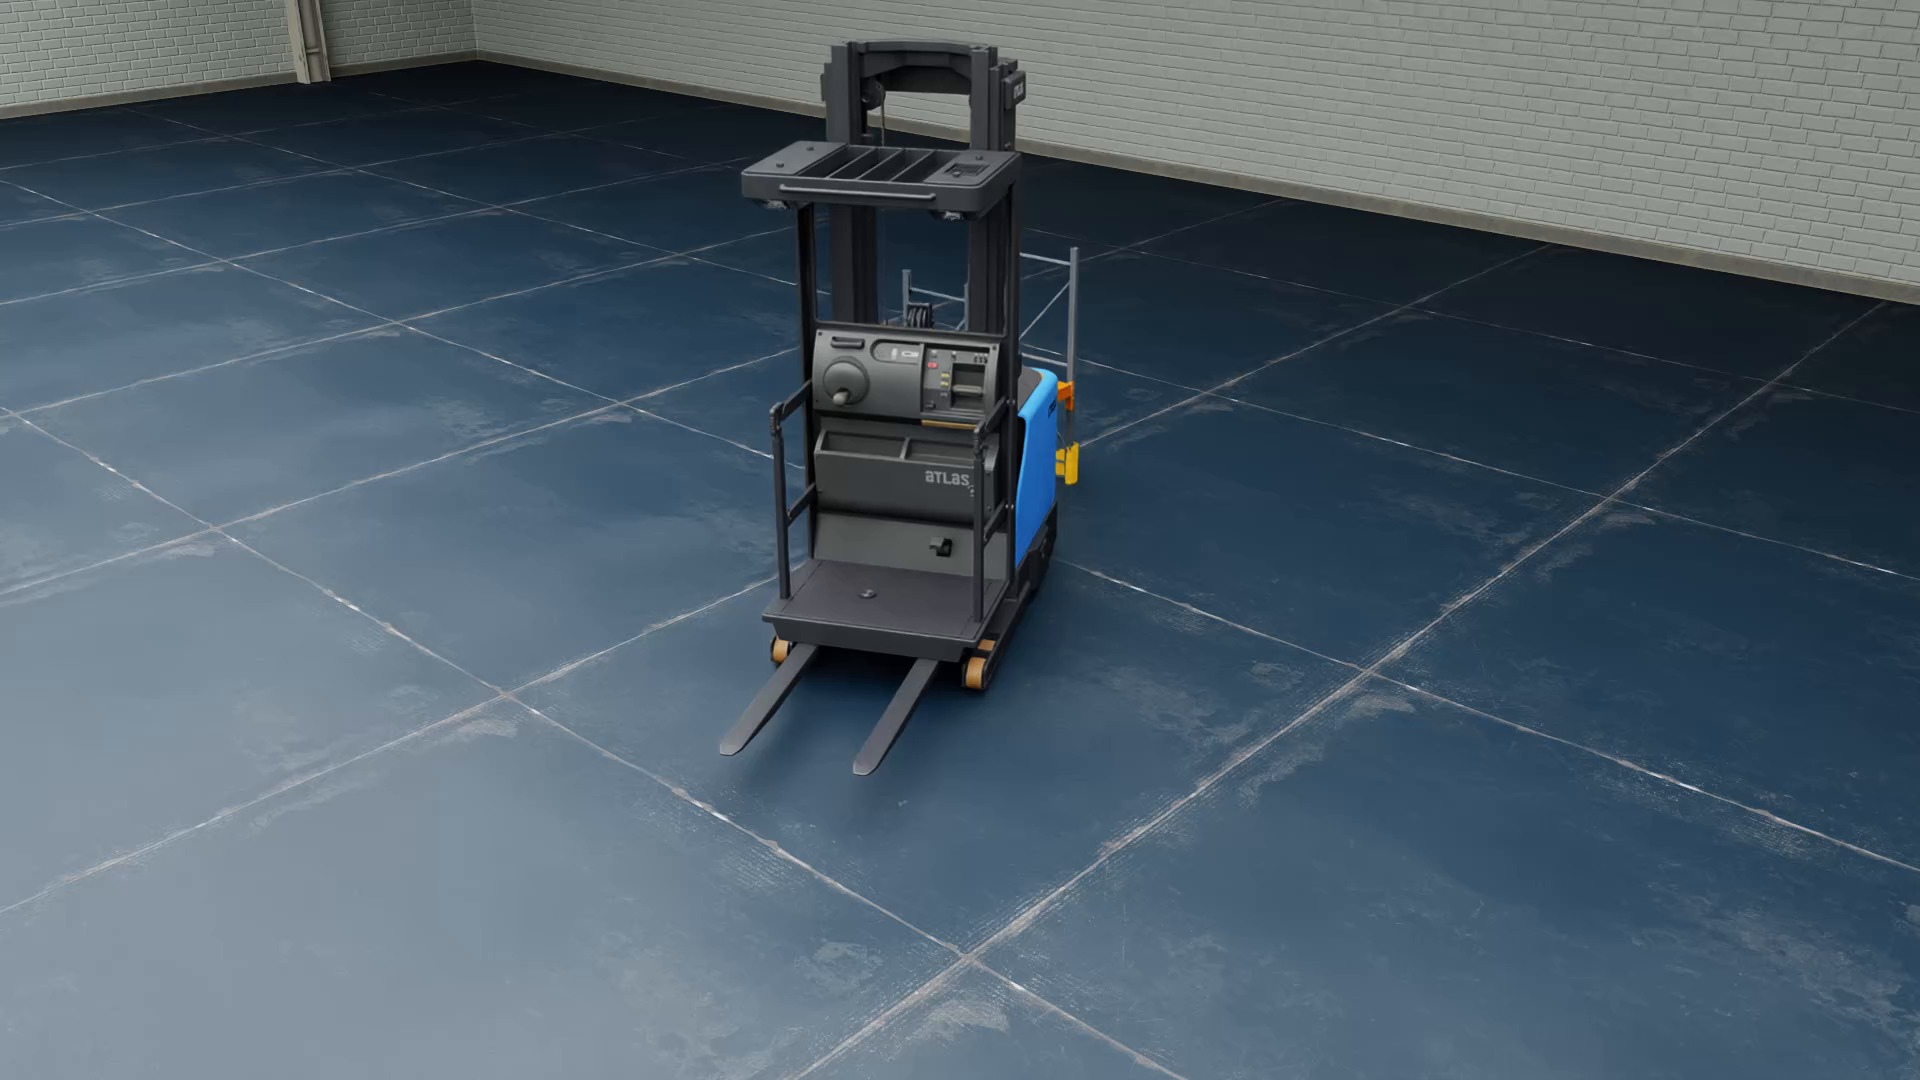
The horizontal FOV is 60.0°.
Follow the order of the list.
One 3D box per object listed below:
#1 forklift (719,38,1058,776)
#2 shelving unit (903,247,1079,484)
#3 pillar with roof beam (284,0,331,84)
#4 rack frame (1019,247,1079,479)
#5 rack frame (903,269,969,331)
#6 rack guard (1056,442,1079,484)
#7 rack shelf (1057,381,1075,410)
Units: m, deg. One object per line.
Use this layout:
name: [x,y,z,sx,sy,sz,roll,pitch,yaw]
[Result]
forklift: [-0.320,-0.777,7.901,1.130,2.935,3.031,6,25,14]
shelving unit: [0.189,-0.967,10.074,0.587,1.500,1.083,18,30,35]
pillar with roof beam: [-6.638,-9.924,20.885,9.100,9.000,0.400,20,31,38]
rack frame: [0.514,-1.132,10.442,0.500,1.500,0.032,18,30,35]
rack frame: [-0.124,-0.808,9.720,0.500,1.500,0.032,18,30,35]
rack guard: [0.502,-0.556,10.684,0.587,0.250,0.087,18,30,35]
rack shelf: [0.195,-0.806,10.154,0.538,0.185,1.000,18,30,35]
